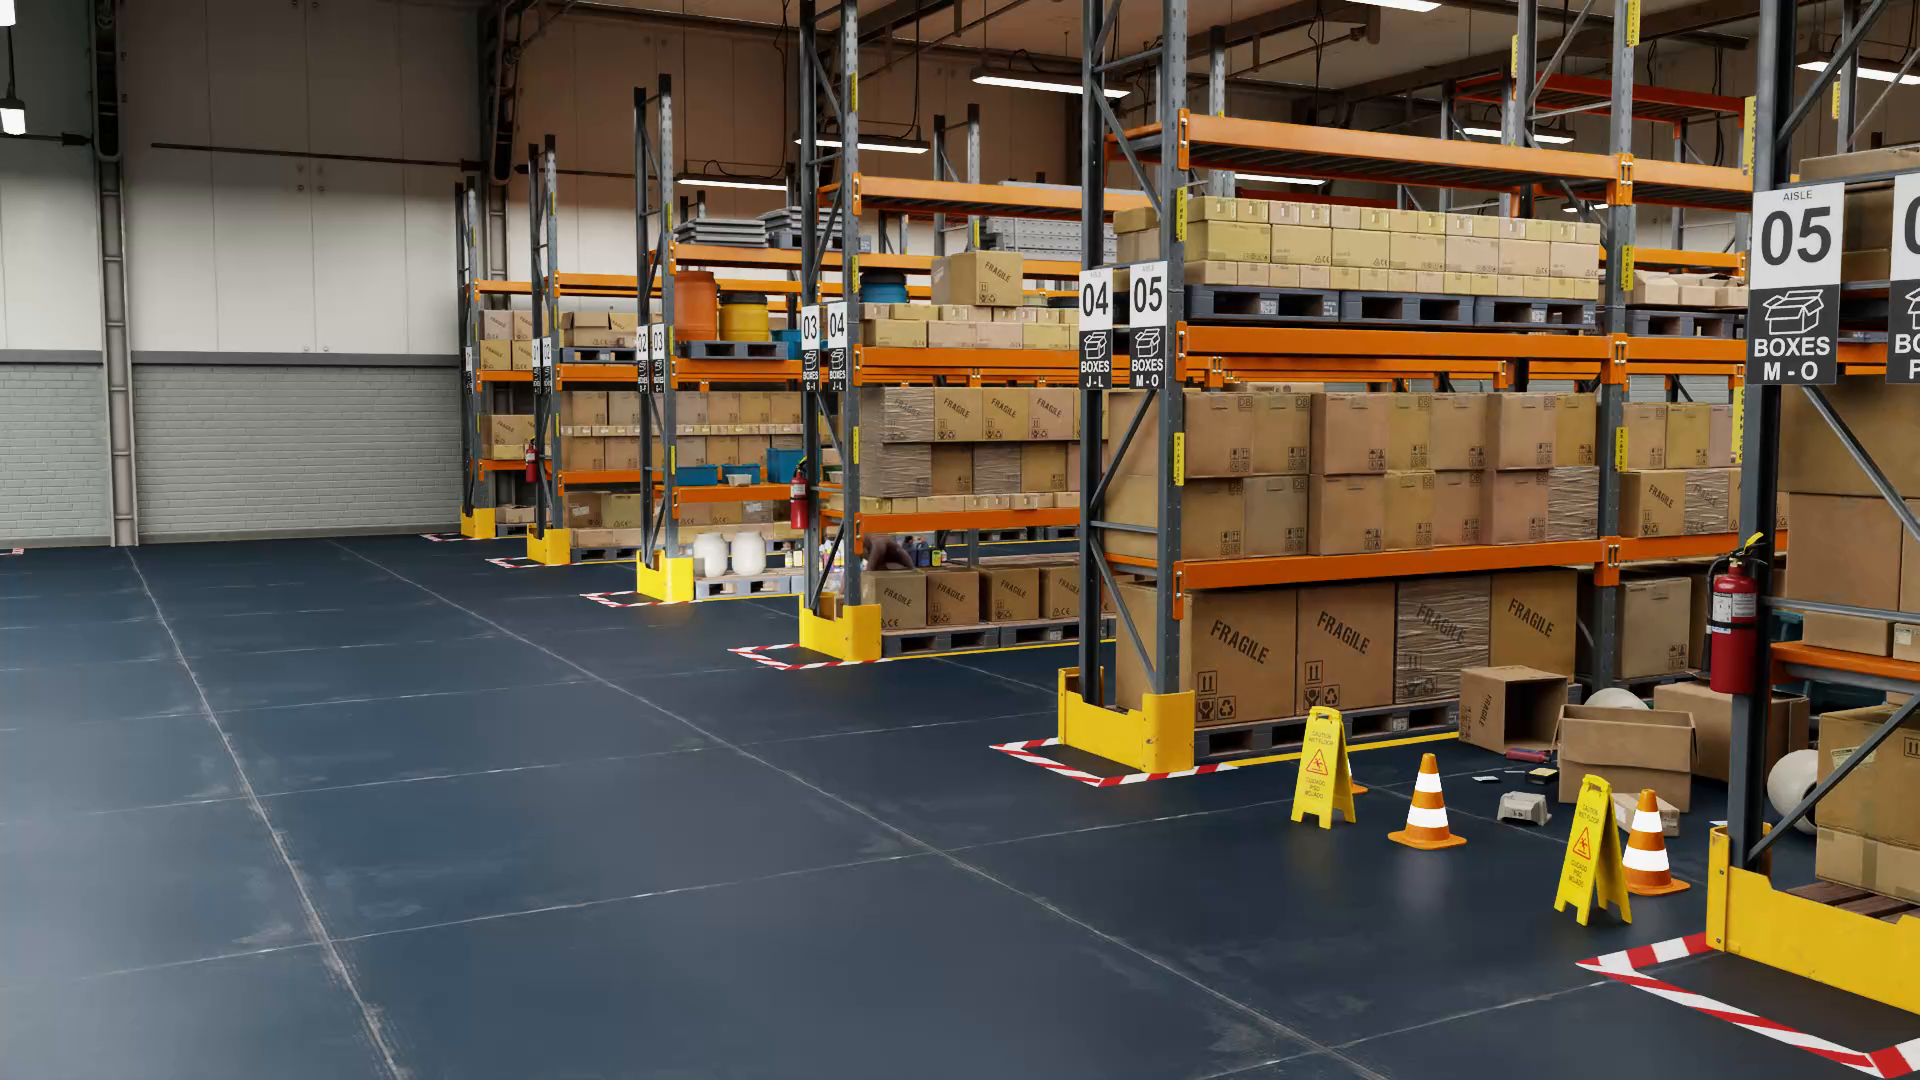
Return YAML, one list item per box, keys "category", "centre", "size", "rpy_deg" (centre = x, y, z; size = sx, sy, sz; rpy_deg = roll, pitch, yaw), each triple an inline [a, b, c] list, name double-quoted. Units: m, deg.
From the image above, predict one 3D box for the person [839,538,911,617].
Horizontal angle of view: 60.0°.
- category: "person"
  centre: [-0.930, 0.405, 17.818]
  size: [0.906, 0.866, 0.603]
  rpy_deg: [-3, 6, -29]
